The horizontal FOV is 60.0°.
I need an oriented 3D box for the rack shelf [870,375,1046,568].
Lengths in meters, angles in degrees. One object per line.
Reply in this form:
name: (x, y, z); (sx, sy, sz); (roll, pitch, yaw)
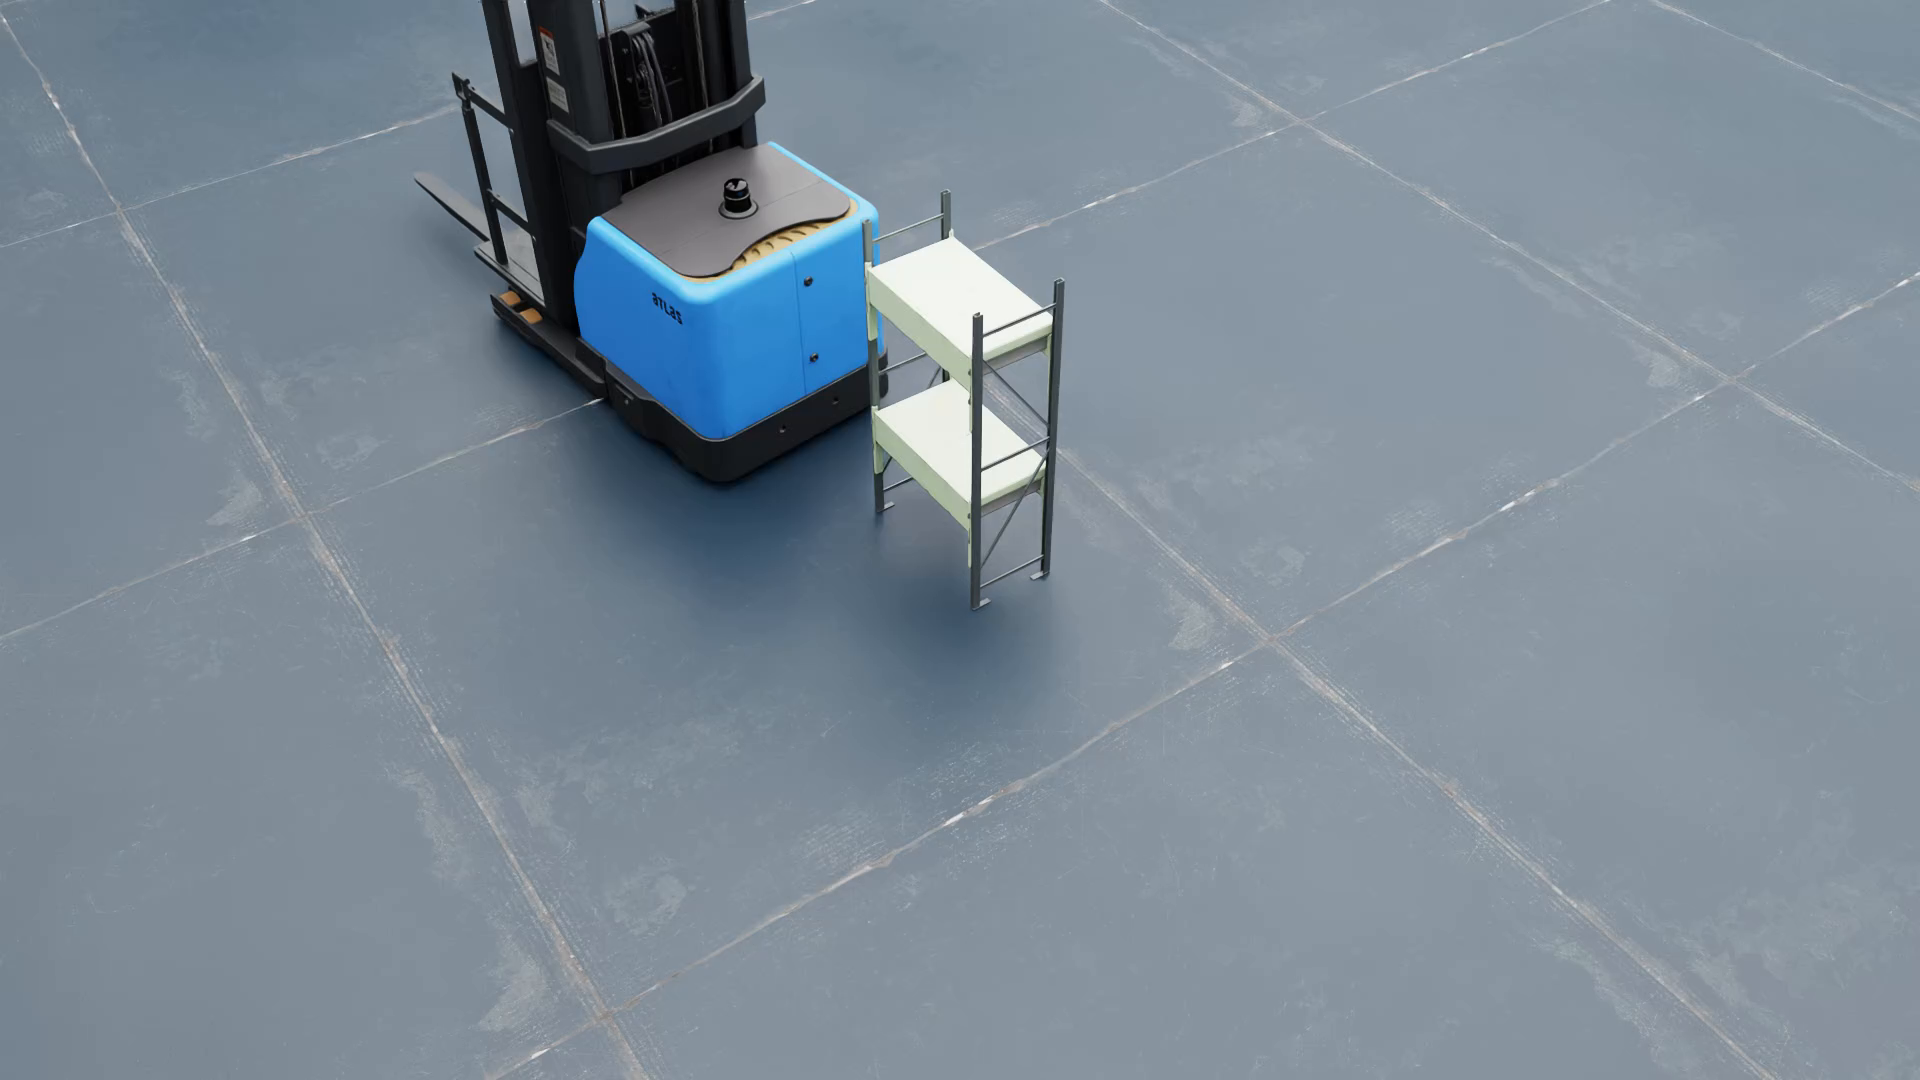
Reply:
rack shelf: (0.004, -0.303, 6.944); (0.431, 0.370, 0.720); (-26, 49, -24)

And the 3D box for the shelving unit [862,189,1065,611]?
shelving unit: (0.004, -0.539, 6.719); (0.431, 1.500, 0.755); (-26, 49, -24)

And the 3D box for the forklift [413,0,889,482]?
forklift: (-1.697, -2.254, 7.480); (1.130, 2.935, 3.031); (-32, 52, -29)

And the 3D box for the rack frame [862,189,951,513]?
rack frame: (-0.206, -0.746, 6.936); (0.400, 1.500, 0.023); (-26, 49, -24)

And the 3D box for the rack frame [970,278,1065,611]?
rack frame: (0.213, -0.331, 6.502); (0.400, 1.500, 0.023); (-26, 49, -24)

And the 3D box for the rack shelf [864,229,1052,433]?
rack shelf: (0.004, -0.821, 6.450); (0.431, 0.370, 0.720); (-26, 49, -24)
